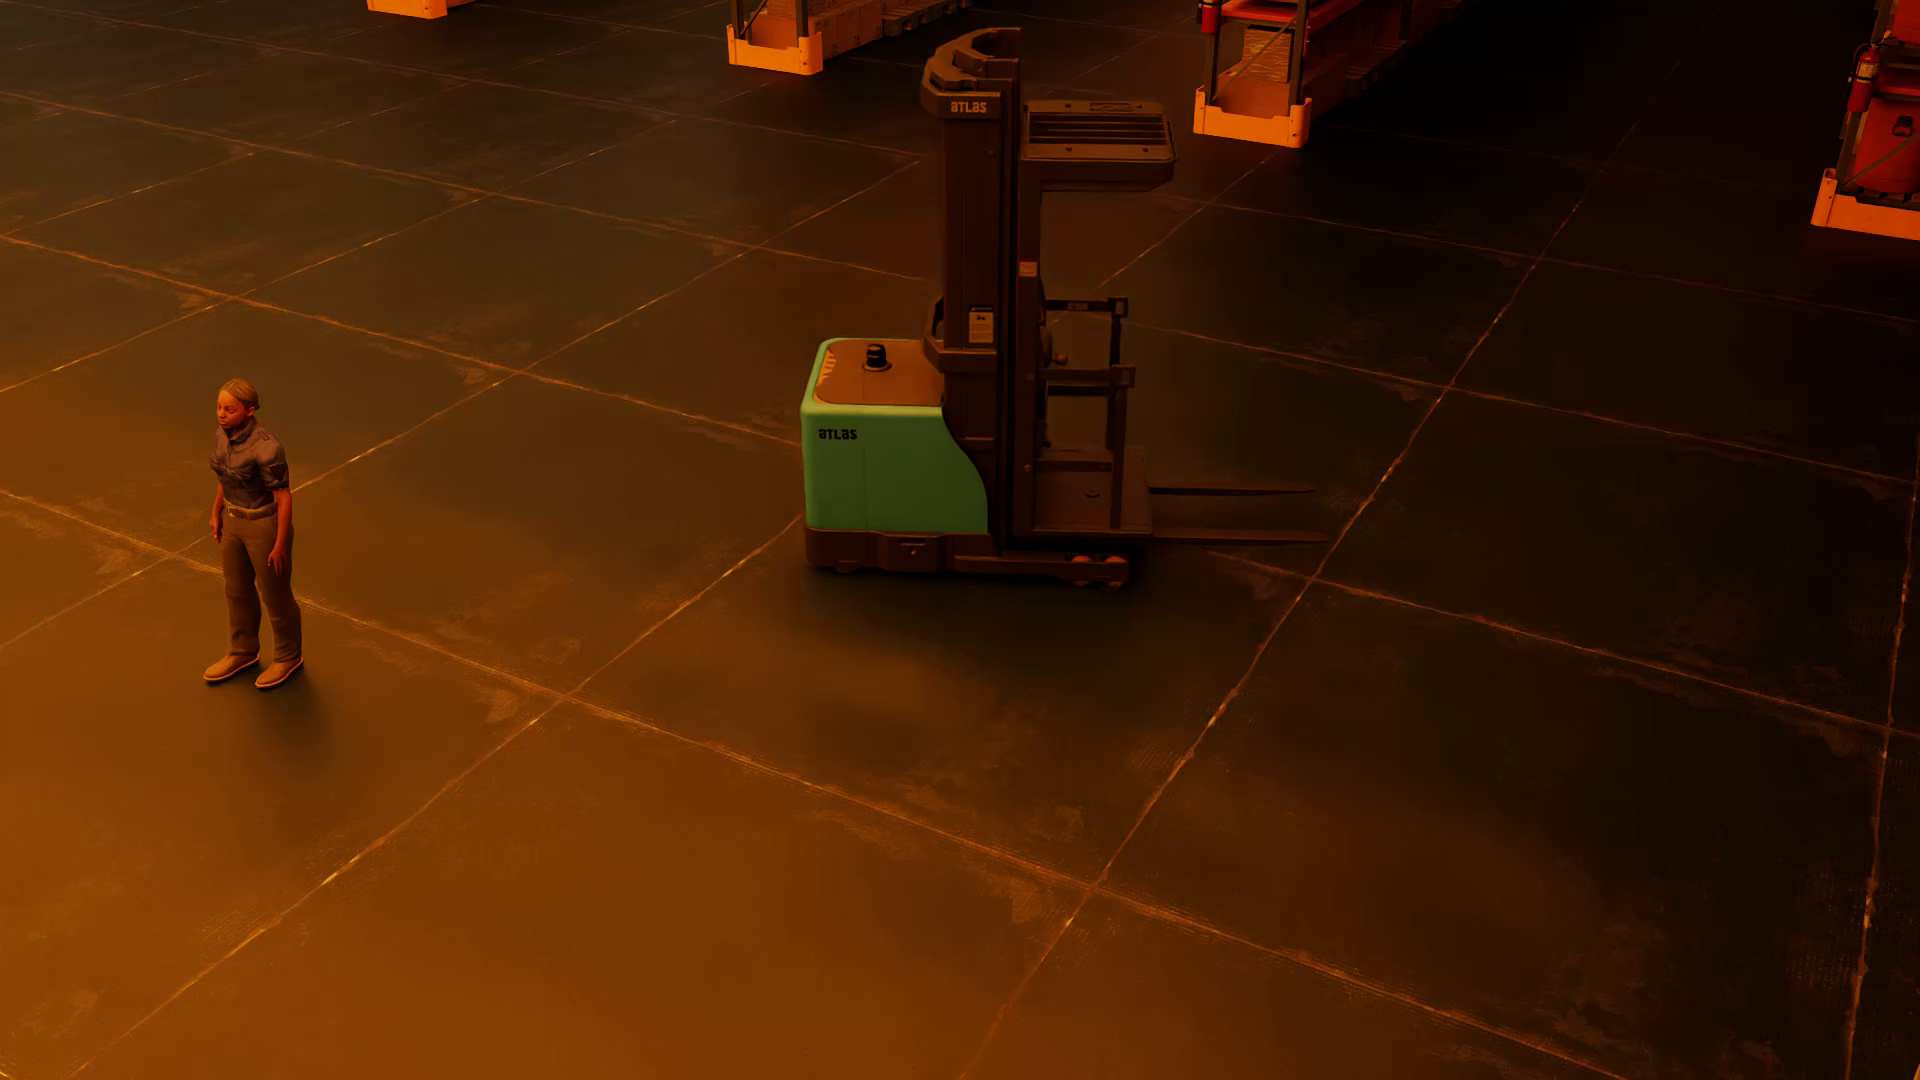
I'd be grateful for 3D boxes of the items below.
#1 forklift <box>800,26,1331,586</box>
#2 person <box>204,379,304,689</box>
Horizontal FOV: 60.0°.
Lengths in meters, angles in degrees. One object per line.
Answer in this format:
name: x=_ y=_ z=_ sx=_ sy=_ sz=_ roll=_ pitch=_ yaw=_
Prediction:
forklift: x=0.636 y=-1.280 z=9.288 sx=3.031 sy=2.935 sz=1.130 roll=1 pitch=30 yaw=3
person: x=-3.615 y=-0.007 z=8.357 sx=0.569 sy=1.643 sz=0.498 roll=18 pitch=35 yaw=28
